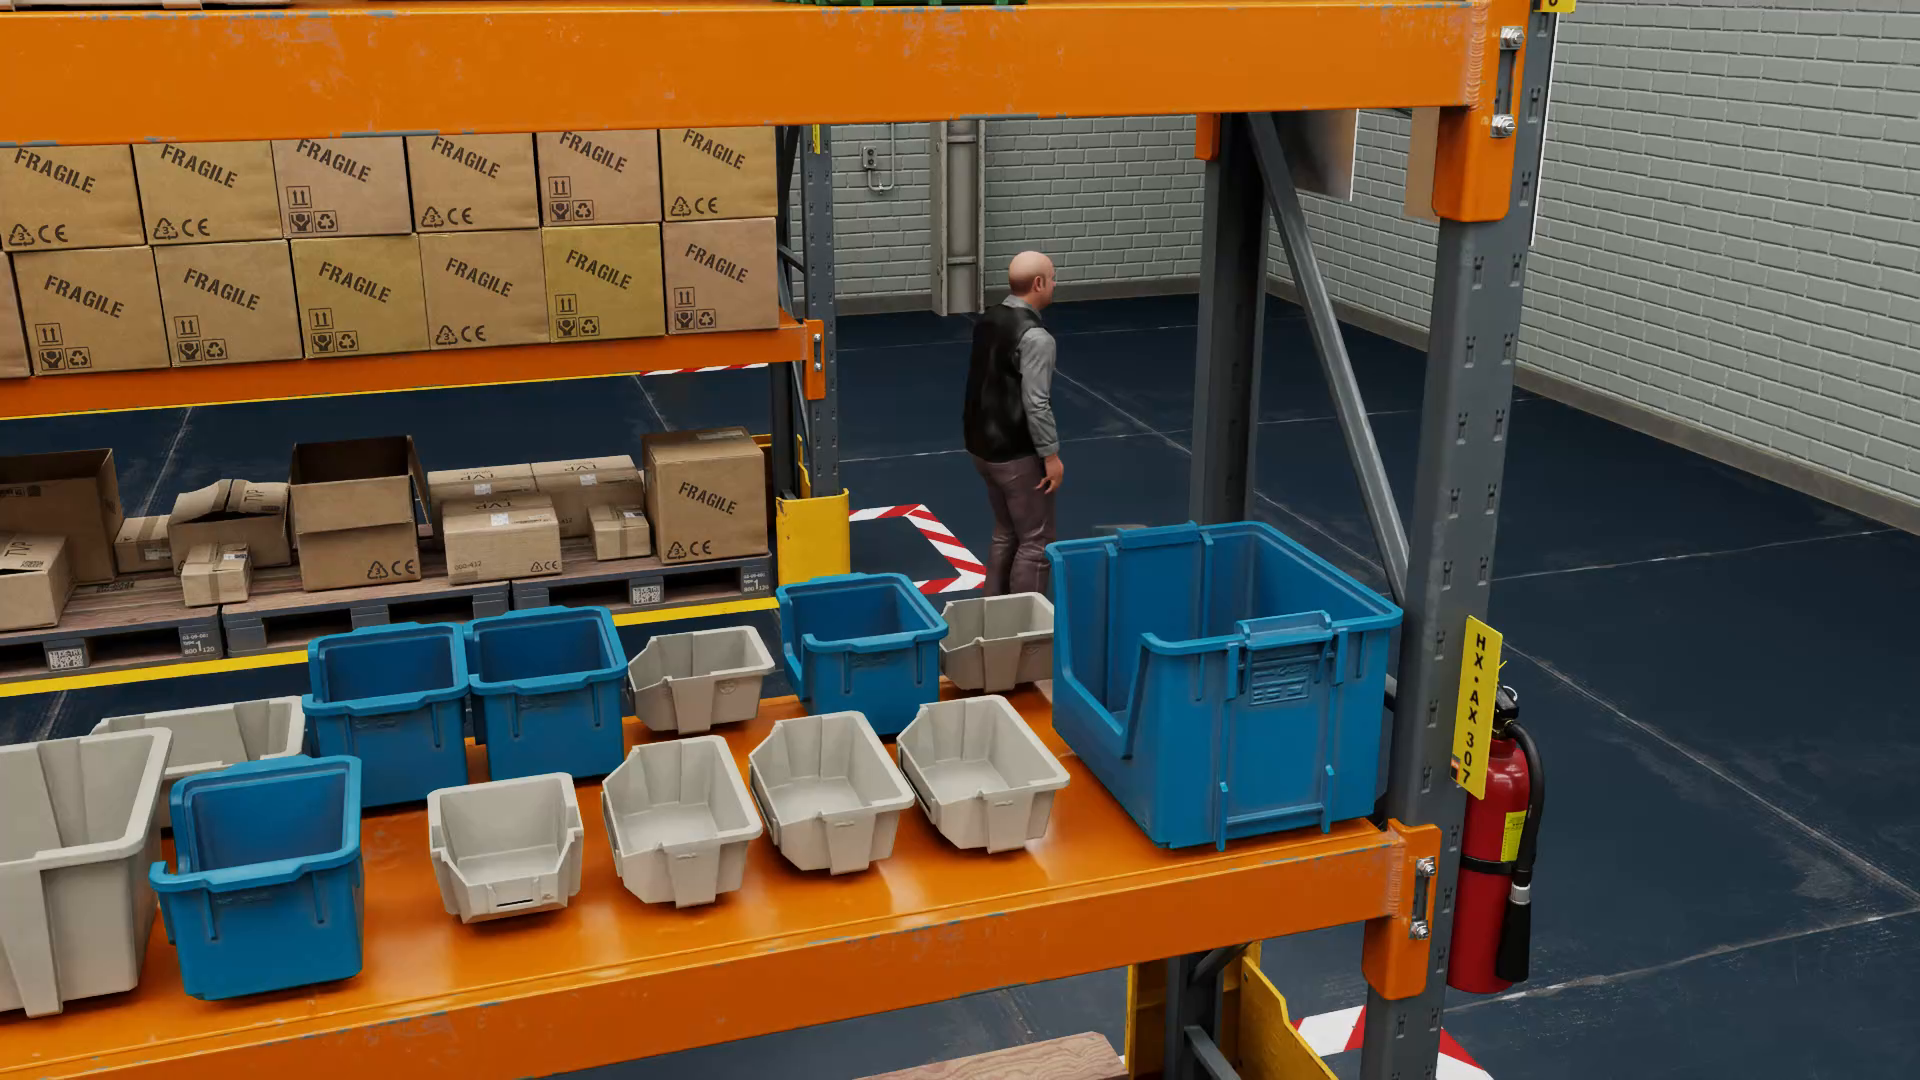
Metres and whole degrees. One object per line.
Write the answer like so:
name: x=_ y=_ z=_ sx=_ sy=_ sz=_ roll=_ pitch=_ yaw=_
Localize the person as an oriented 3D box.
person: x=0.237 y=-0.382 z=7.205 sx=0.418 sy=1.721 sz=0.595 roll=-8 pitch=21 yaw=-22
